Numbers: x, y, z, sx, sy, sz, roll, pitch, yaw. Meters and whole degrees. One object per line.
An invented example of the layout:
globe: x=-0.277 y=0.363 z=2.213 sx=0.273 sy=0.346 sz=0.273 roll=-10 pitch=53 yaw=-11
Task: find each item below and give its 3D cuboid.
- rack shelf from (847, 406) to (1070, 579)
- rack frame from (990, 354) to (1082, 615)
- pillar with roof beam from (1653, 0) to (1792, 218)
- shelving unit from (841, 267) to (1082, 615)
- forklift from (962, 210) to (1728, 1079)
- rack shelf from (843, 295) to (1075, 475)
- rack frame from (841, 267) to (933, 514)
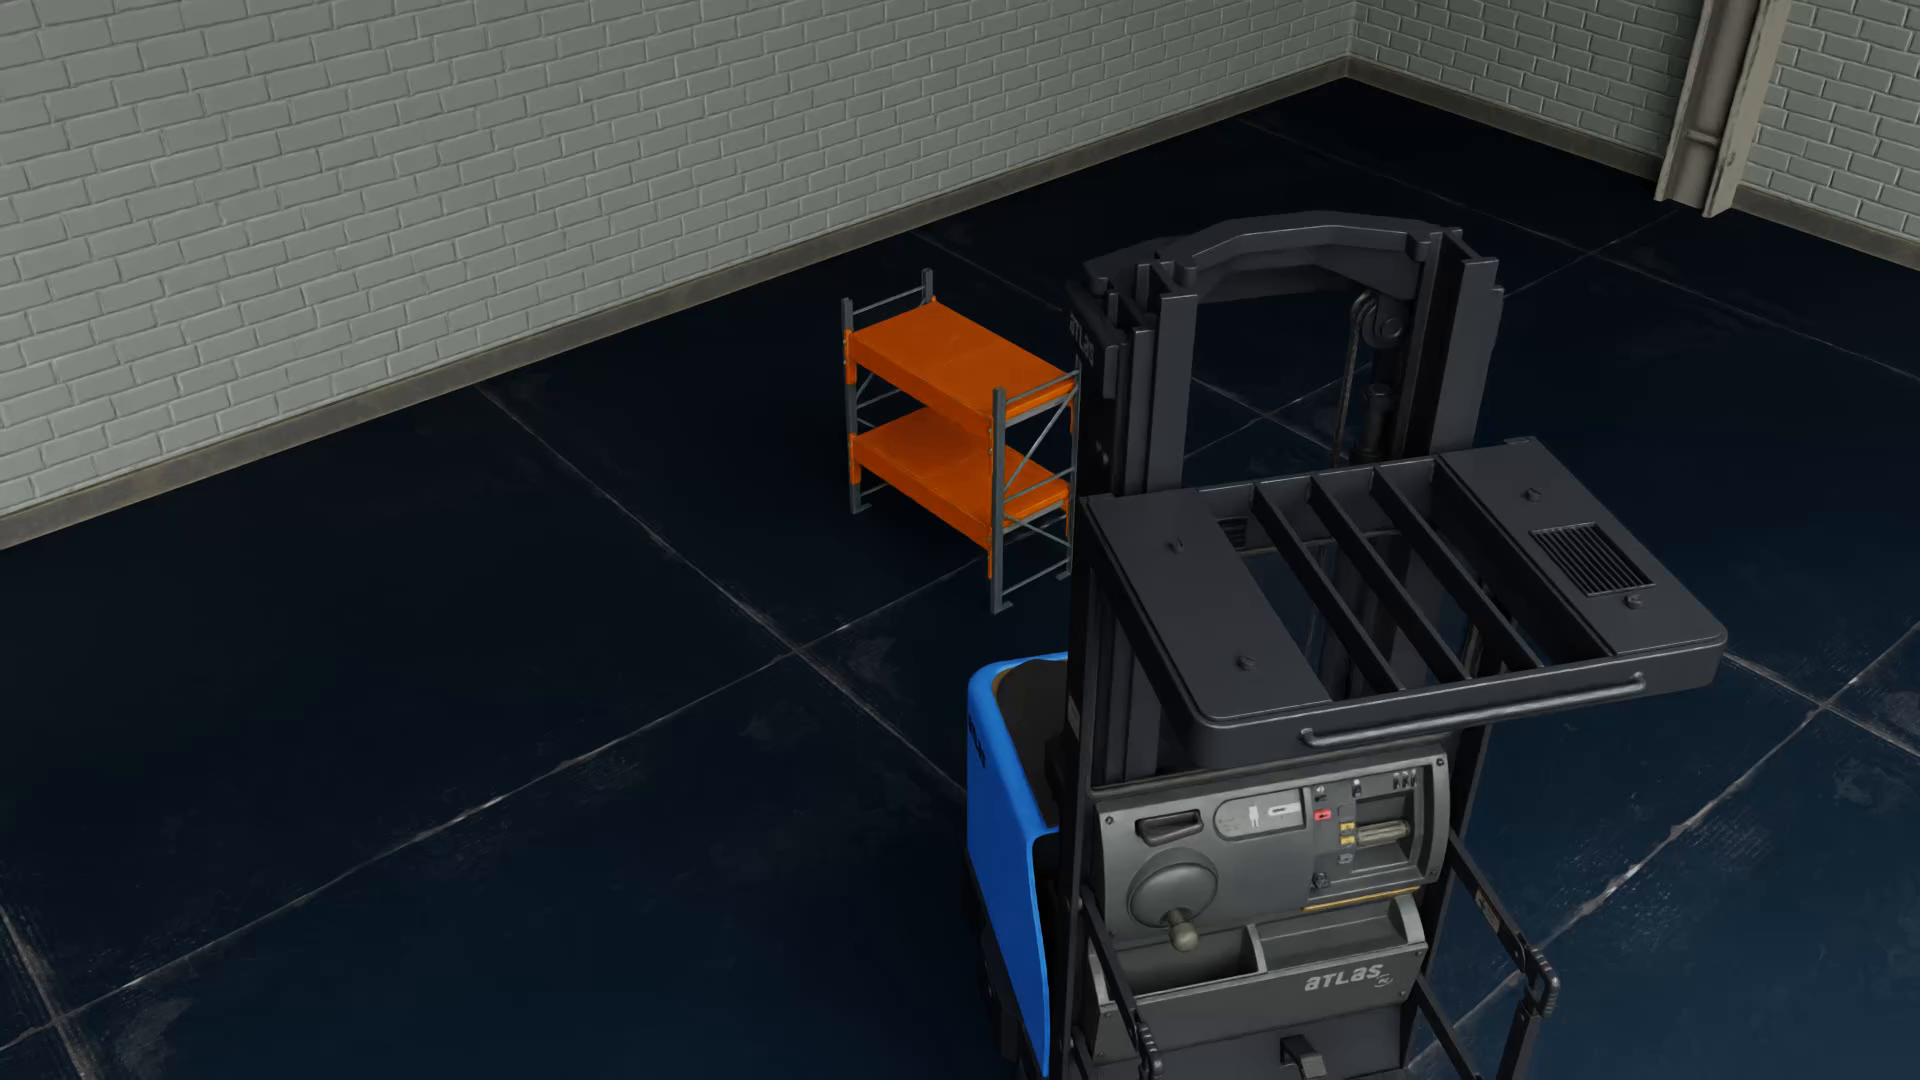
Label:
rack shelf: x=0.004 y=-0.257 z=7.562 sx=0.538 sy=0.278 sz=1.000 roll=-26 pitch=43 yaw=-32
rack frame: x=0.332 y=-0.232 z=7.104 sx=0.500 sy=1.125 sz=0.032 roll=-26 pitch=43 yaw=-32
pillar with roof beam: x=1.500 y=-4.272 z=5.997 sx=9.100 sy=9.000 sz=0.400 roll=-26 pitch=43 yaw=-32
shelving unit: x=0.004 y=-0.456 z=7.421 sx=0.538 sy=1.125 sz=1.048 roll=-26 pitch=43 yaw=-32
forklift: x=0.851 y=0.844 z=4.023 sx=1.130 sy=2.935 sz=3.031 roll=-8 pitch=36 yaw=-11
rack shelf: x=0.004 y=-0.695 z=7.252 sx=0.538 sy=0.278 sz=1.000 roll=-26 pitch=43 yaw=-32
rack frame: x=-0.324 y=-0.680 z=7.738 sx=0.500 sy=1.125 sz=0.032 roll=-26 pitch=43 yaw=-32
